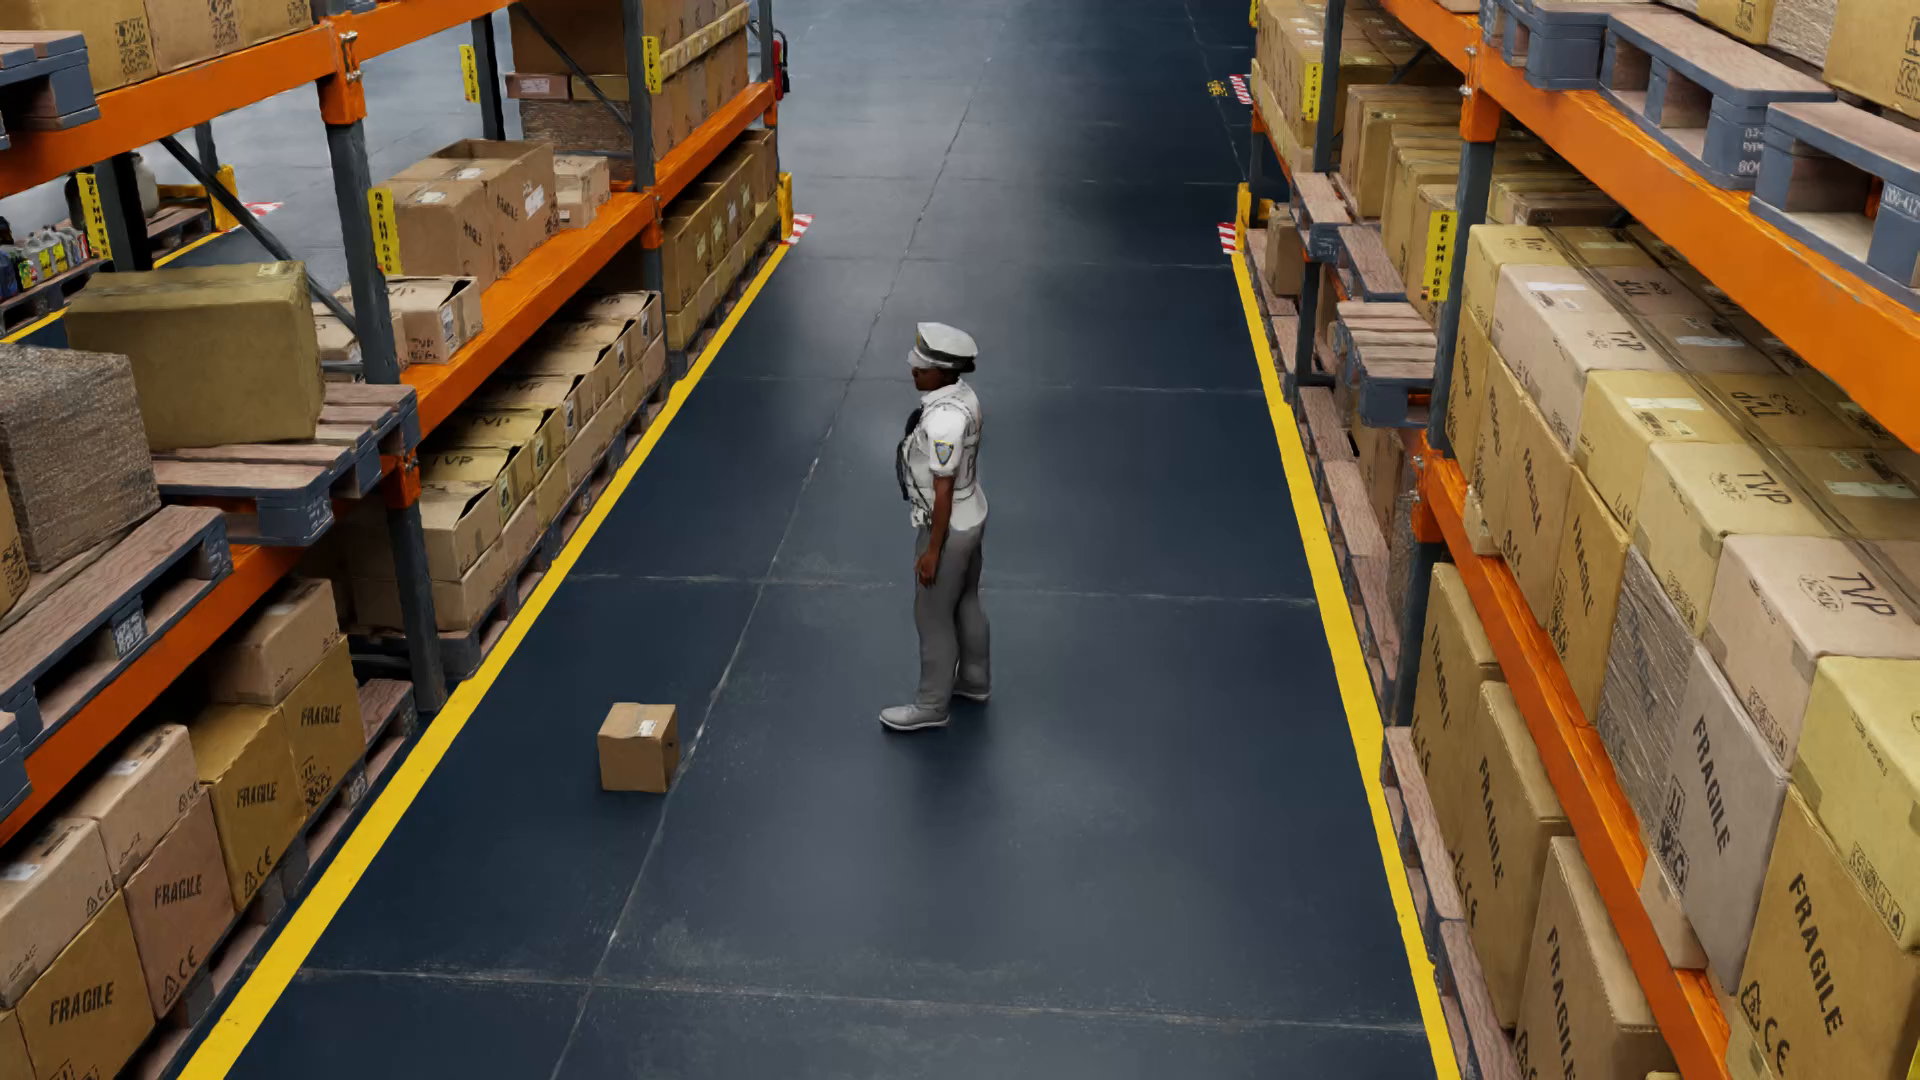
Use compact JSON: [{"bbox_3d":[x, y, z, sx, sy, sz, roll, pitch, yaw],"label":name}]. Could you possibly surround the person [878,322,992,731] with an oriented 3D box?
[{"bbox_3d":[-0.095,-0.053,6.656,0.440,1.681,0.527,3,25,6],"label":"person"}]
